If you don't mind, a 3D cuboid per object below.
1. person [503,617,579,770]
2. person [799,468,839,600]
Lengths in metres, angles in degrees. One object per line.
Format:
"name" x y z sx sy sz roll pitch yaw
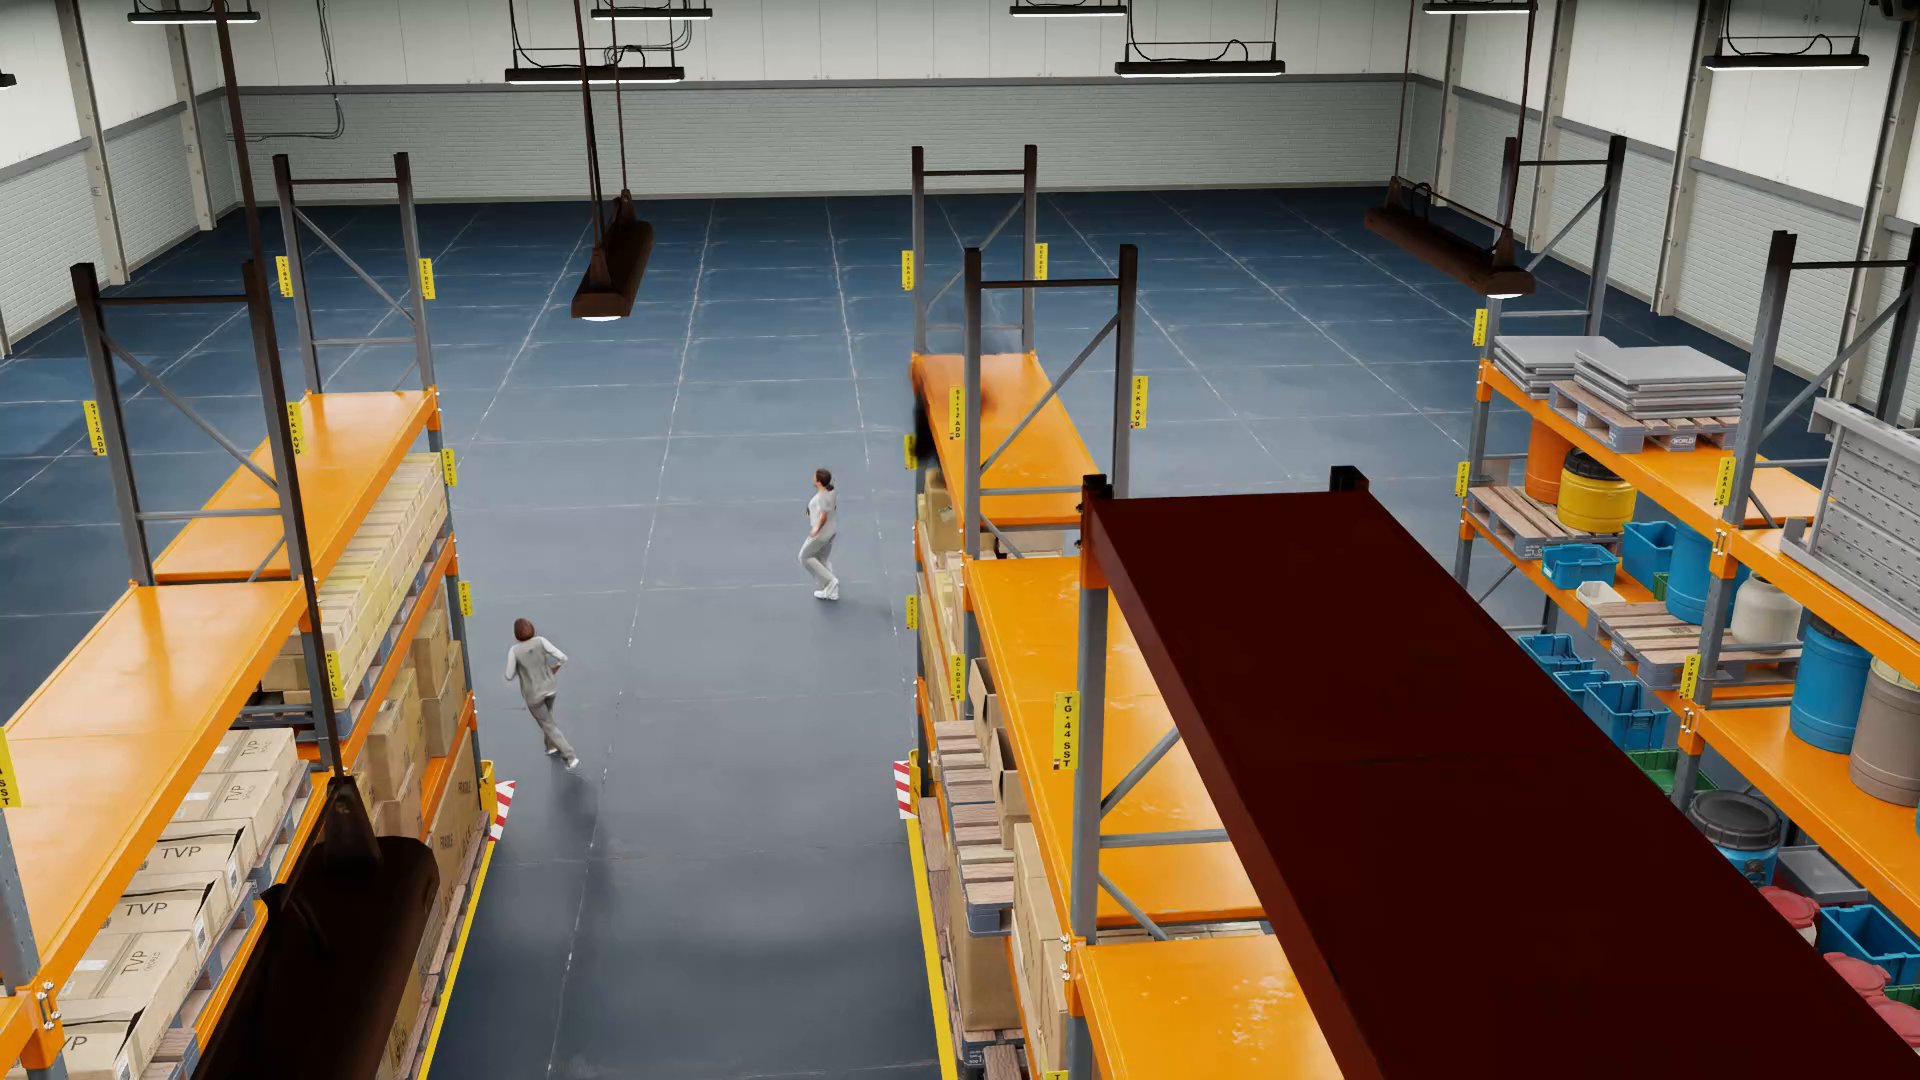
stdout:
"person" -3.998 1.493 15.752 0.544 1.613 0.796 -17 27 -36
"person" -1.673 -0.070 19.631 0.540 1.609 0.575 9 23 21
